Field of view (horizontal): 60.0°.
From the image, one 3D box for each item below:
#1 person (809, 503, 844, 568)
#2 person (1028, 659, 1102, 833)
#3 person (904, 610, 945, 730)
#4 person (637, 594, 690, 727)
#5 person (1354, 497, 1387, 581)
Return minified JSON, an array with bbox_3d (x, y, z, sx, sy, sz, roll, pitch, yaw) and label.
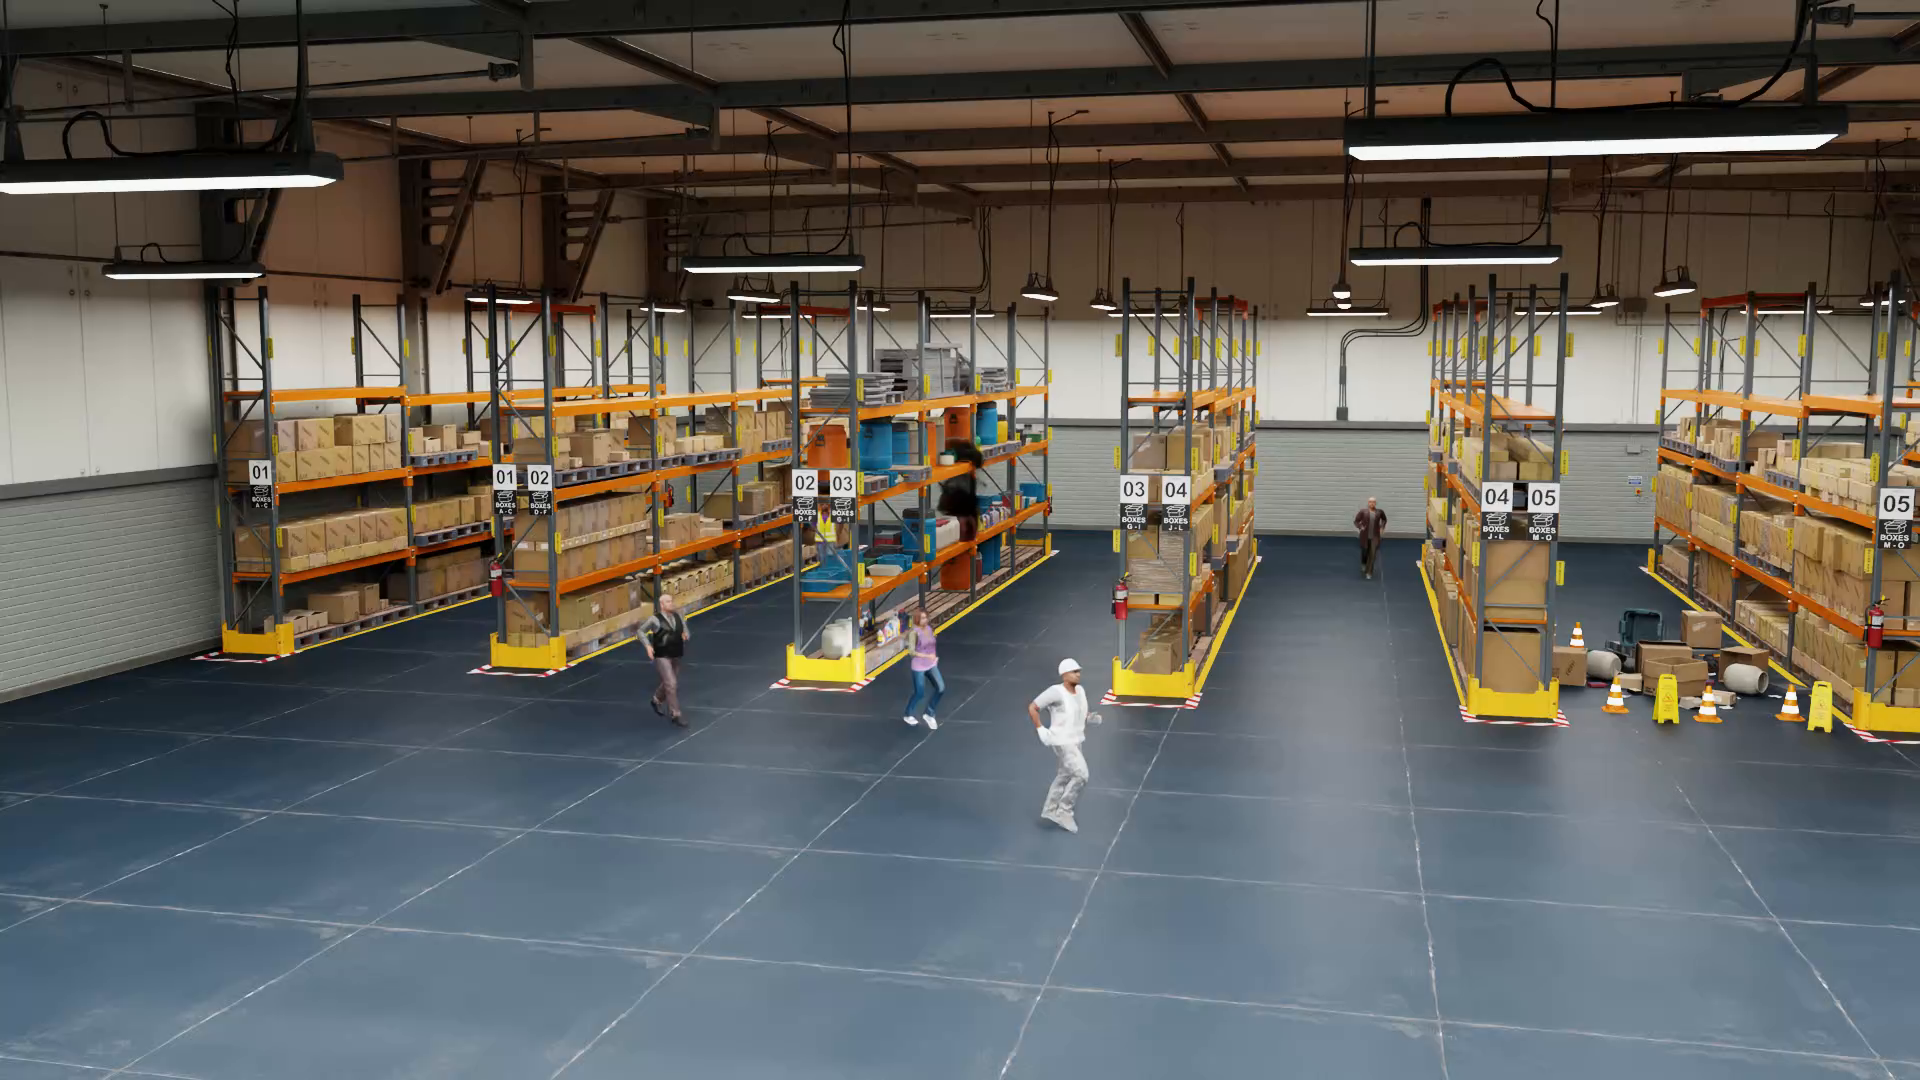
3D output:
[{"bbox_3d":[-2.654,0.002,32.814,0.673,1.690,0.695,0,7,4],"label":"person"},{"bbox_3d":[1.149,2.137,17.352,0.702,1.805,0.671,4,8,33],"label":"person"},{"bbox_3d":[-0.478,1.707,21.956,0.543,1.596,0.672,-6,9,-41],"label":"person"},{"bbox_3d":[-3.893,1.577,22.174,0.947,1.715,0.658,6,9,42],"label":"person"},{"bbox_3d":[8.992,-0.048,36.437,0.716,1.789,0.989,1,7,10],"label":"person"}]
